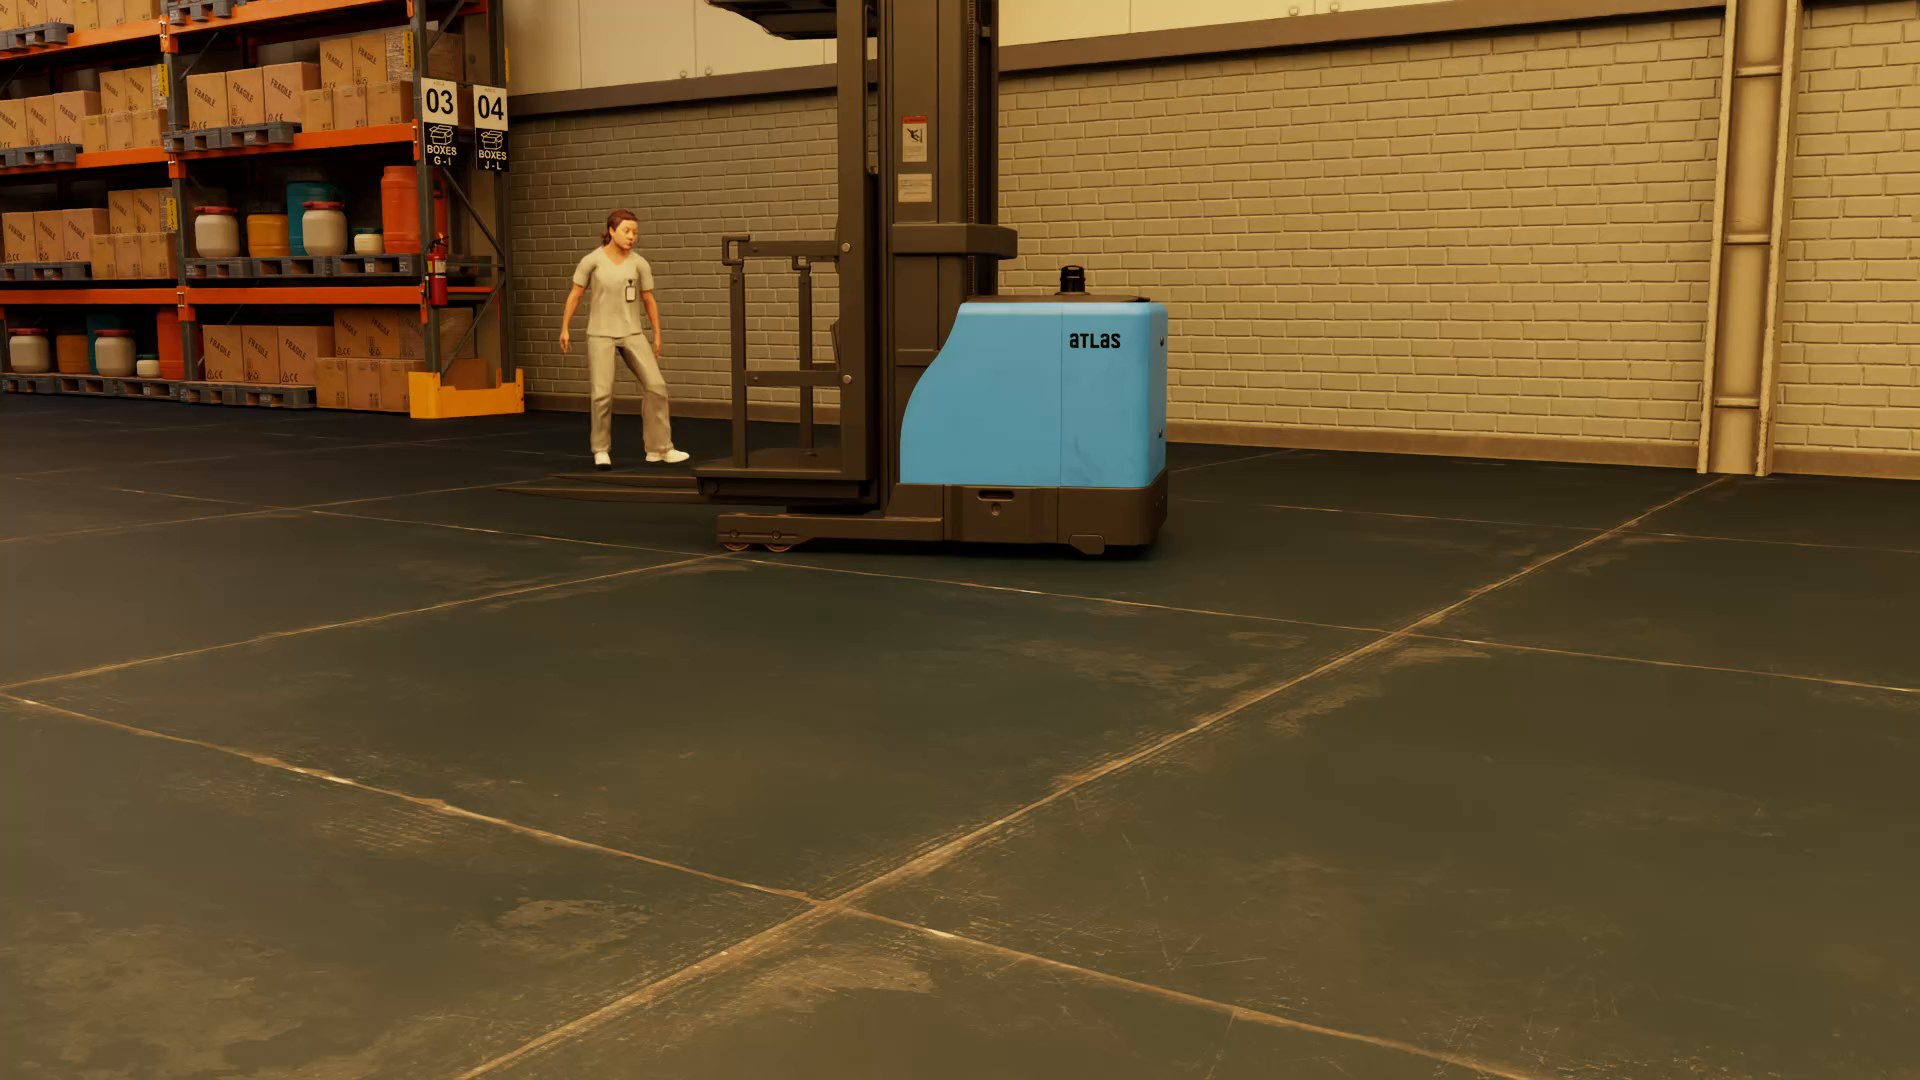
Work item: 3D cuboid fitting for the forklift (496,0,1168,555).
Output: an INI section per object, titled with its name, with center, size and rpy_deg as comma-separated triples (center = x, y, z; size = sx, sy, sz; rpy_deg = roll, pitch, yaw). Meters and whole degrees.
[forklift]
center = -0.596, -1.469, 7.520
size = 3.031, 2.935, 1.130
rpy_deg = 2, 8, 12

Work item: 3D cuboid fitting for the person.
[person]
center = -2.194, -1.311, 10.786
size = 0.788, 1.638, 0.392
rpy_deg = -3, 9, -21
